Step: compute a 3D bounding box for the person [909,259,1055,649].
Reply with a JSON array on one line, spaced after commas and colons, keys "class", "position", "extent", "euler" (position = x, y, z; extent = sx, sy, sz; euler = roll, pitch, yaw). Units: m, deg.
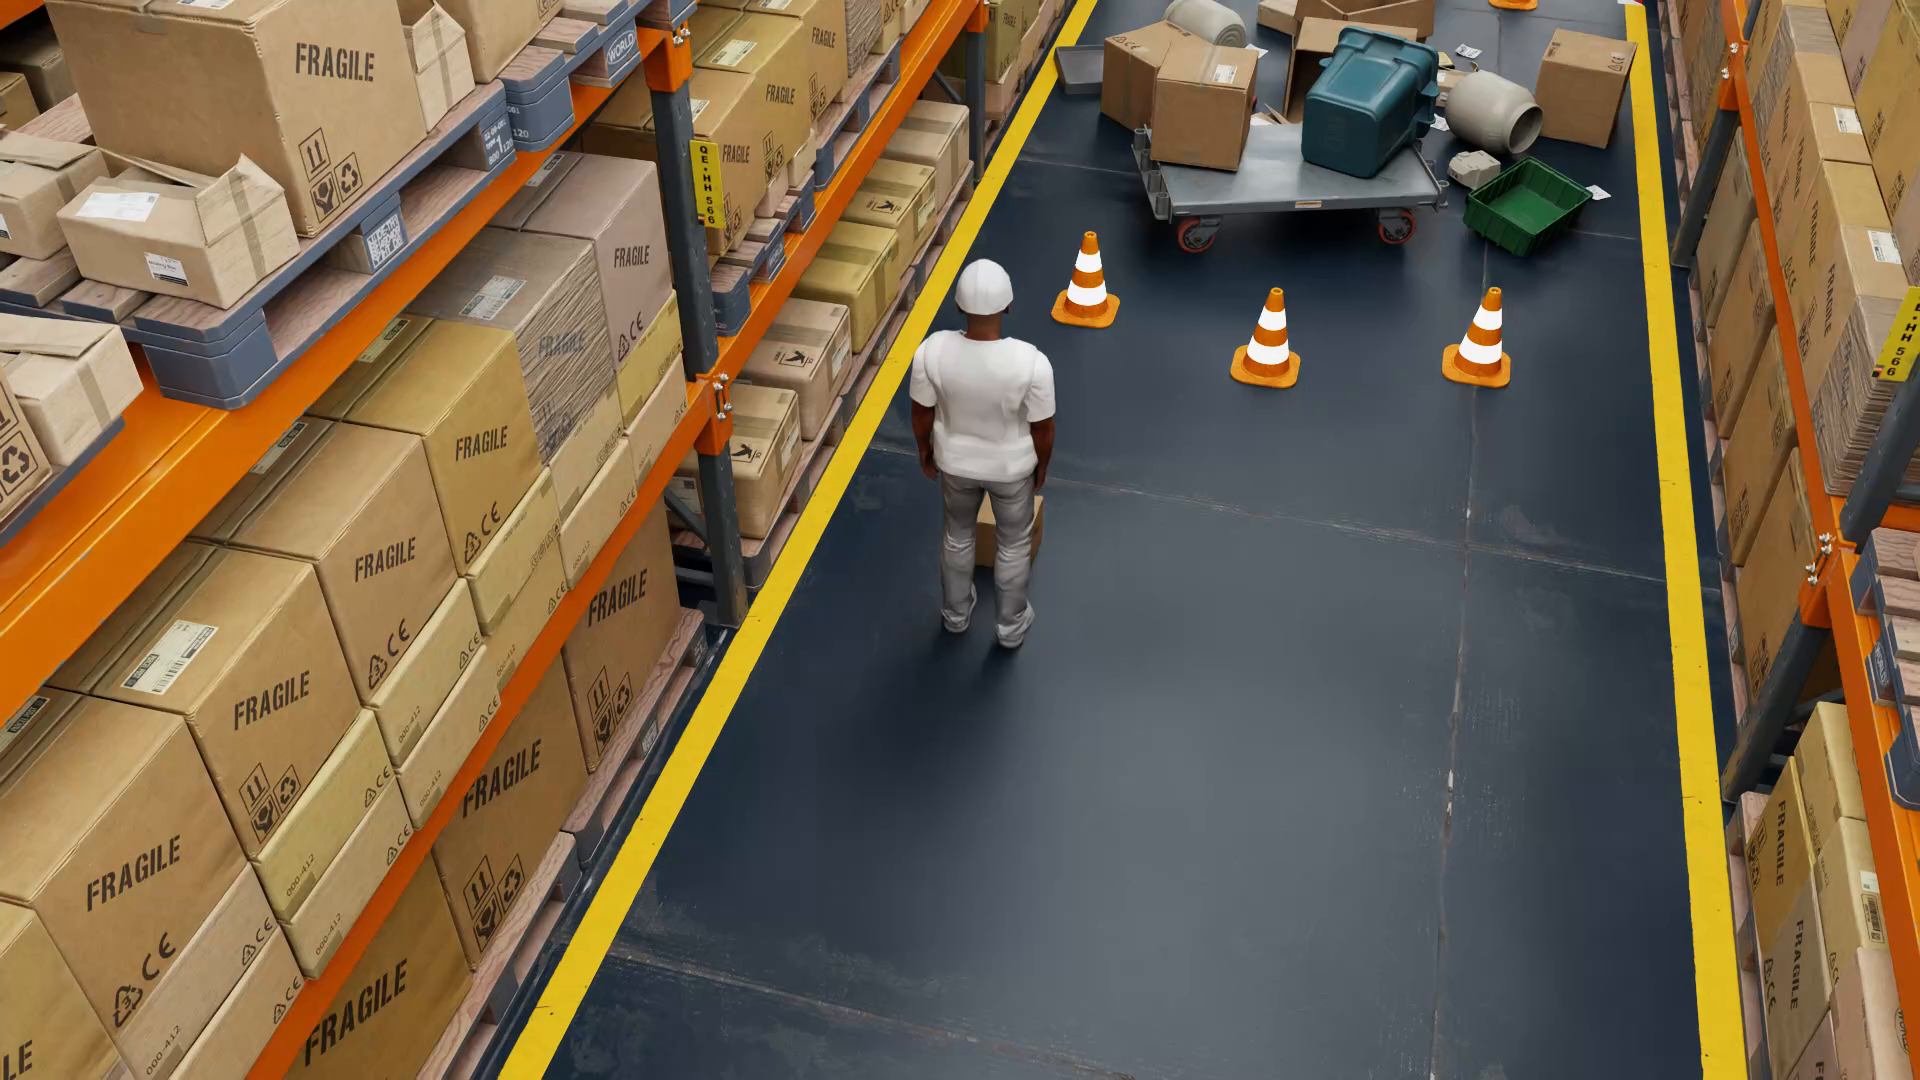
[{"class": "person", "position": [0.094, -0.325, 6.527], "extent": [0.565, 1.767, 0.371], "euler": [9, 42, 10]}]
